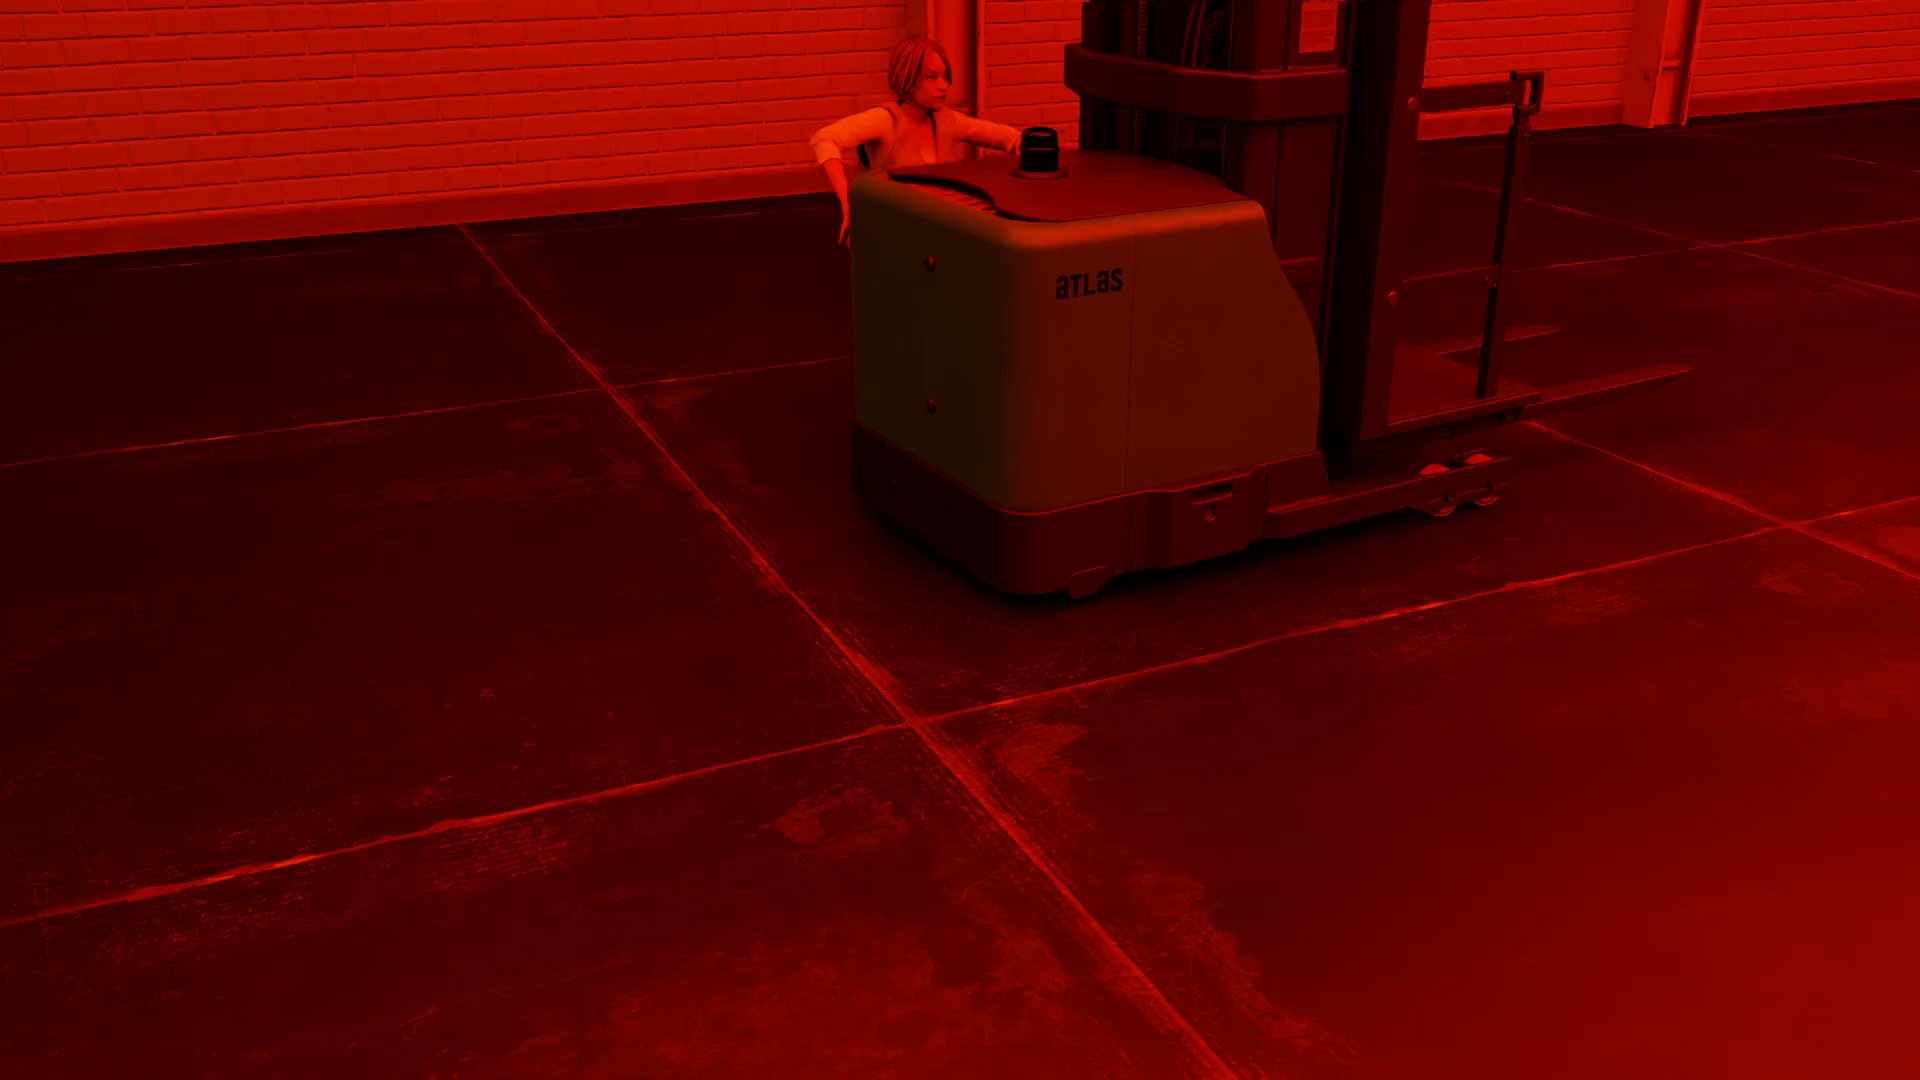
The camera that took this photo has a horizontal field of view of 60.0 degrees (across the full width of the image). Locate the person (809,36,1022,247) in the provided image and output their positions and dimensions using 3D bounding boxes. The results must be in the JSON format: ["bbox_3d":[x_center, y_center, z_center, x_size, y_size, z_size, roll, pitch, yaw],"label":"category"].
[{"bbox_3d":[-0.011,-0.920,5.401,0.963,1.349,0.729,-20,30,-39],"label":"person"}]

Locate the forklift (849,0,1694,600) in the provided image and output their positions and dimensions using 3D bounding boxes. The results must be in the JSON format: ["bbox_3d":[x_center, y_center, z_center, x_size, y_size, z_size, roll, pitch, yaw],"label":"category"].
[{"bbox_3d":[1.188,-1.587,5.107,3.031,2.935,1.130,-13,26,-28],"label":"forklift"}]
